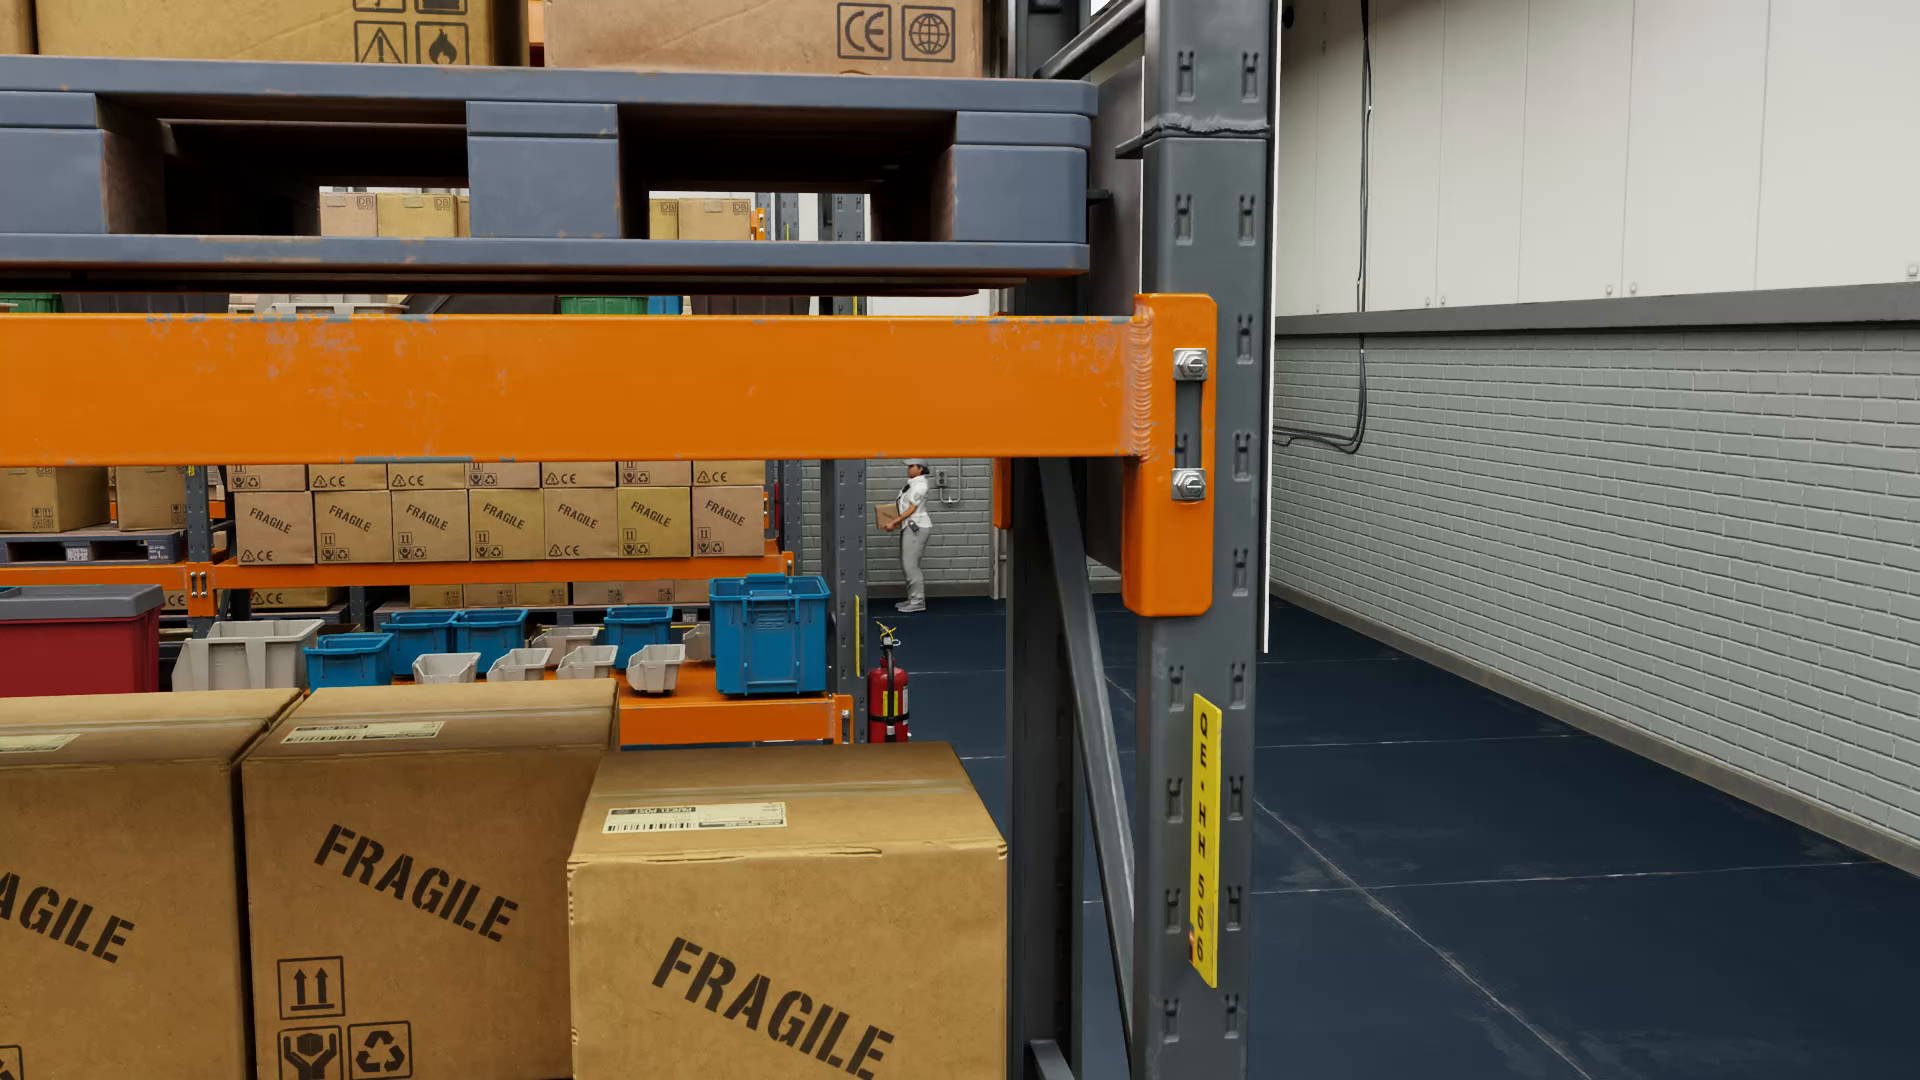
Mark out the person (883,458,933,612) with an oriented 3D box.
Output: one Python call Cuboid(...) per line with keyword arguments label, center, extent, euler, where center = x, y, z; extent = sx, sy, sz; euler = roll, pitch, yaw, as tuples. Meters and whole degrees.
Cuboid(label="person", center=(-0.565, -0.079, 17.554), extent=(0.539, 1.653, 0.453), euler=(-1, 7, -9))
